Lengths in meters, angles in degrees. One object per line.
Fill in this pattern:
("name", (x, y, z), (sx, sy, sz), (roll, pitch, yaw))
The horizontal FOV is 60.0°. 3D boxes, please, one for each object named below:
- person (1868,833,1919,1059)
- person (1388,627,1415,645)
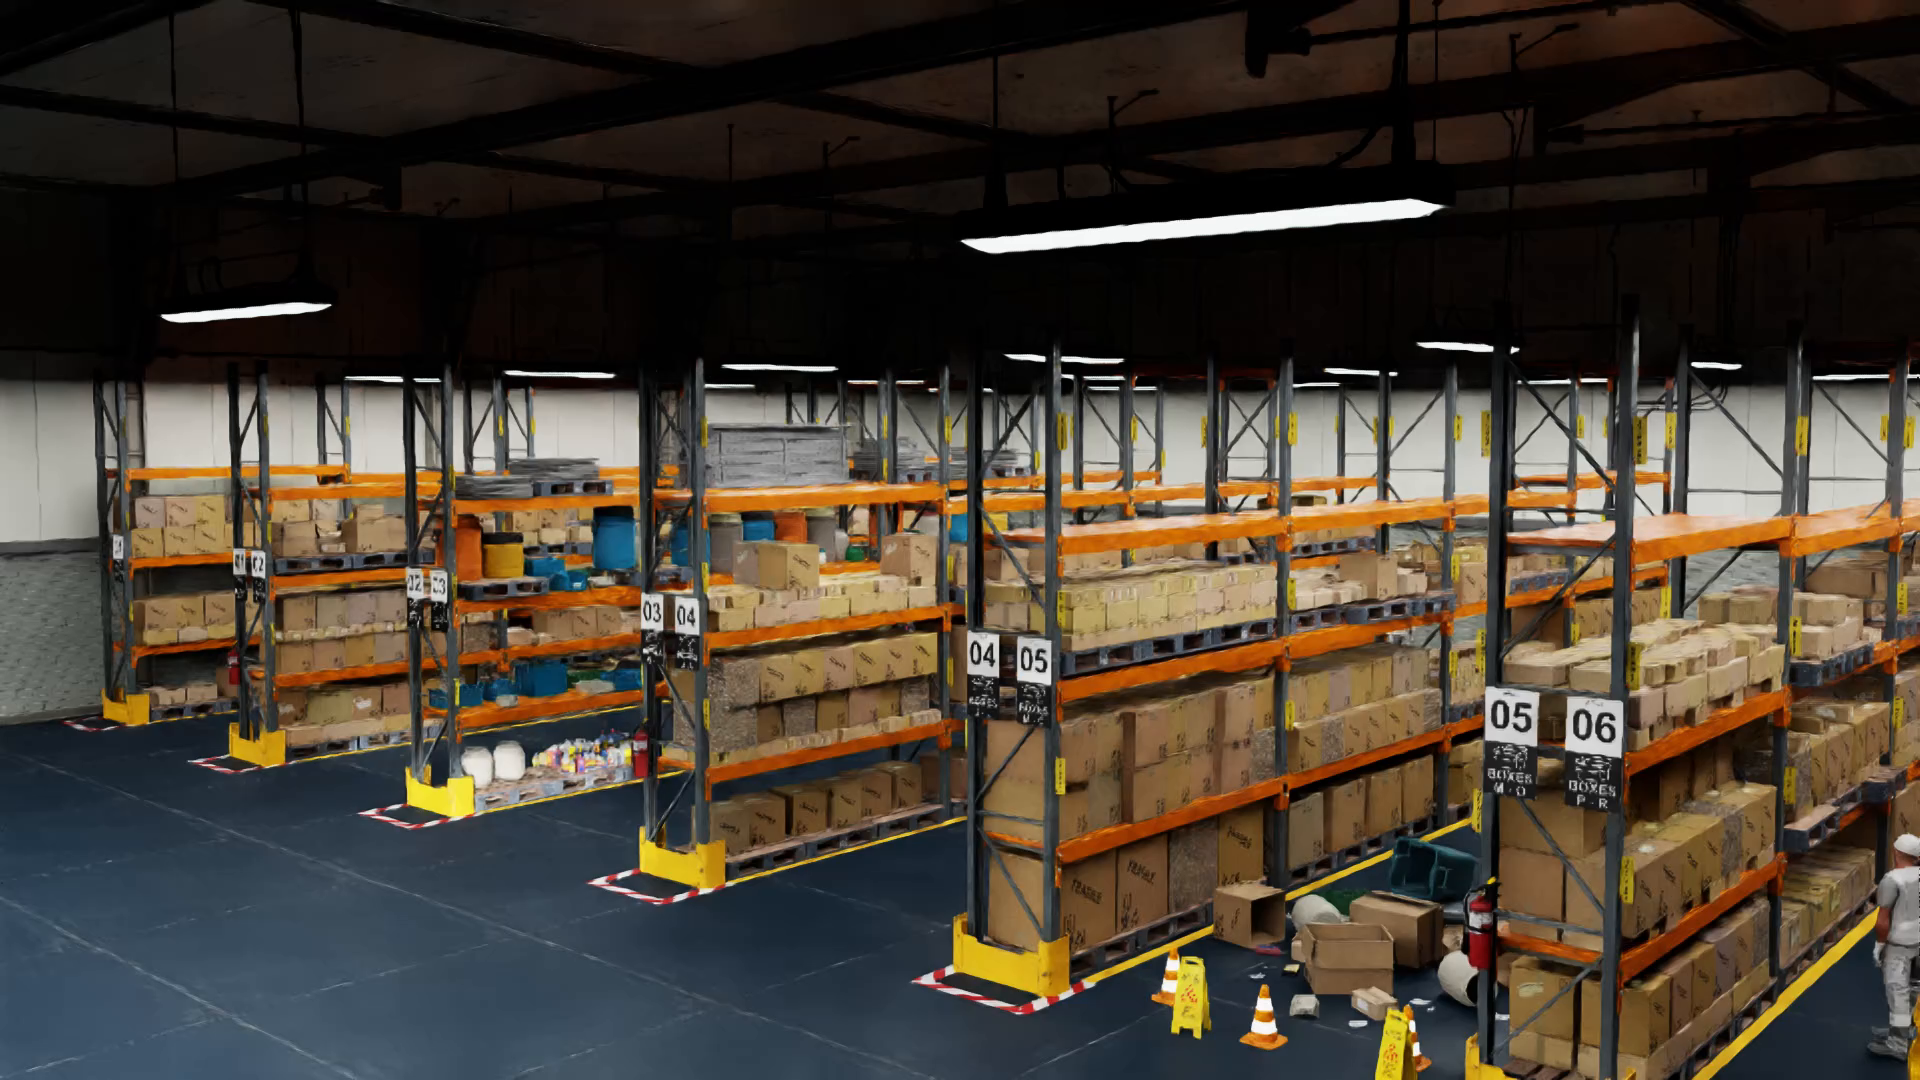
("person", (7.623, 3.261, 13.532), (0.608, 1.787, 0.489), (-1, 4, -18))
("person", (8.877, 1.895, 33.444), (0.530, 1.625, 0.933), (1, 4, 19))
